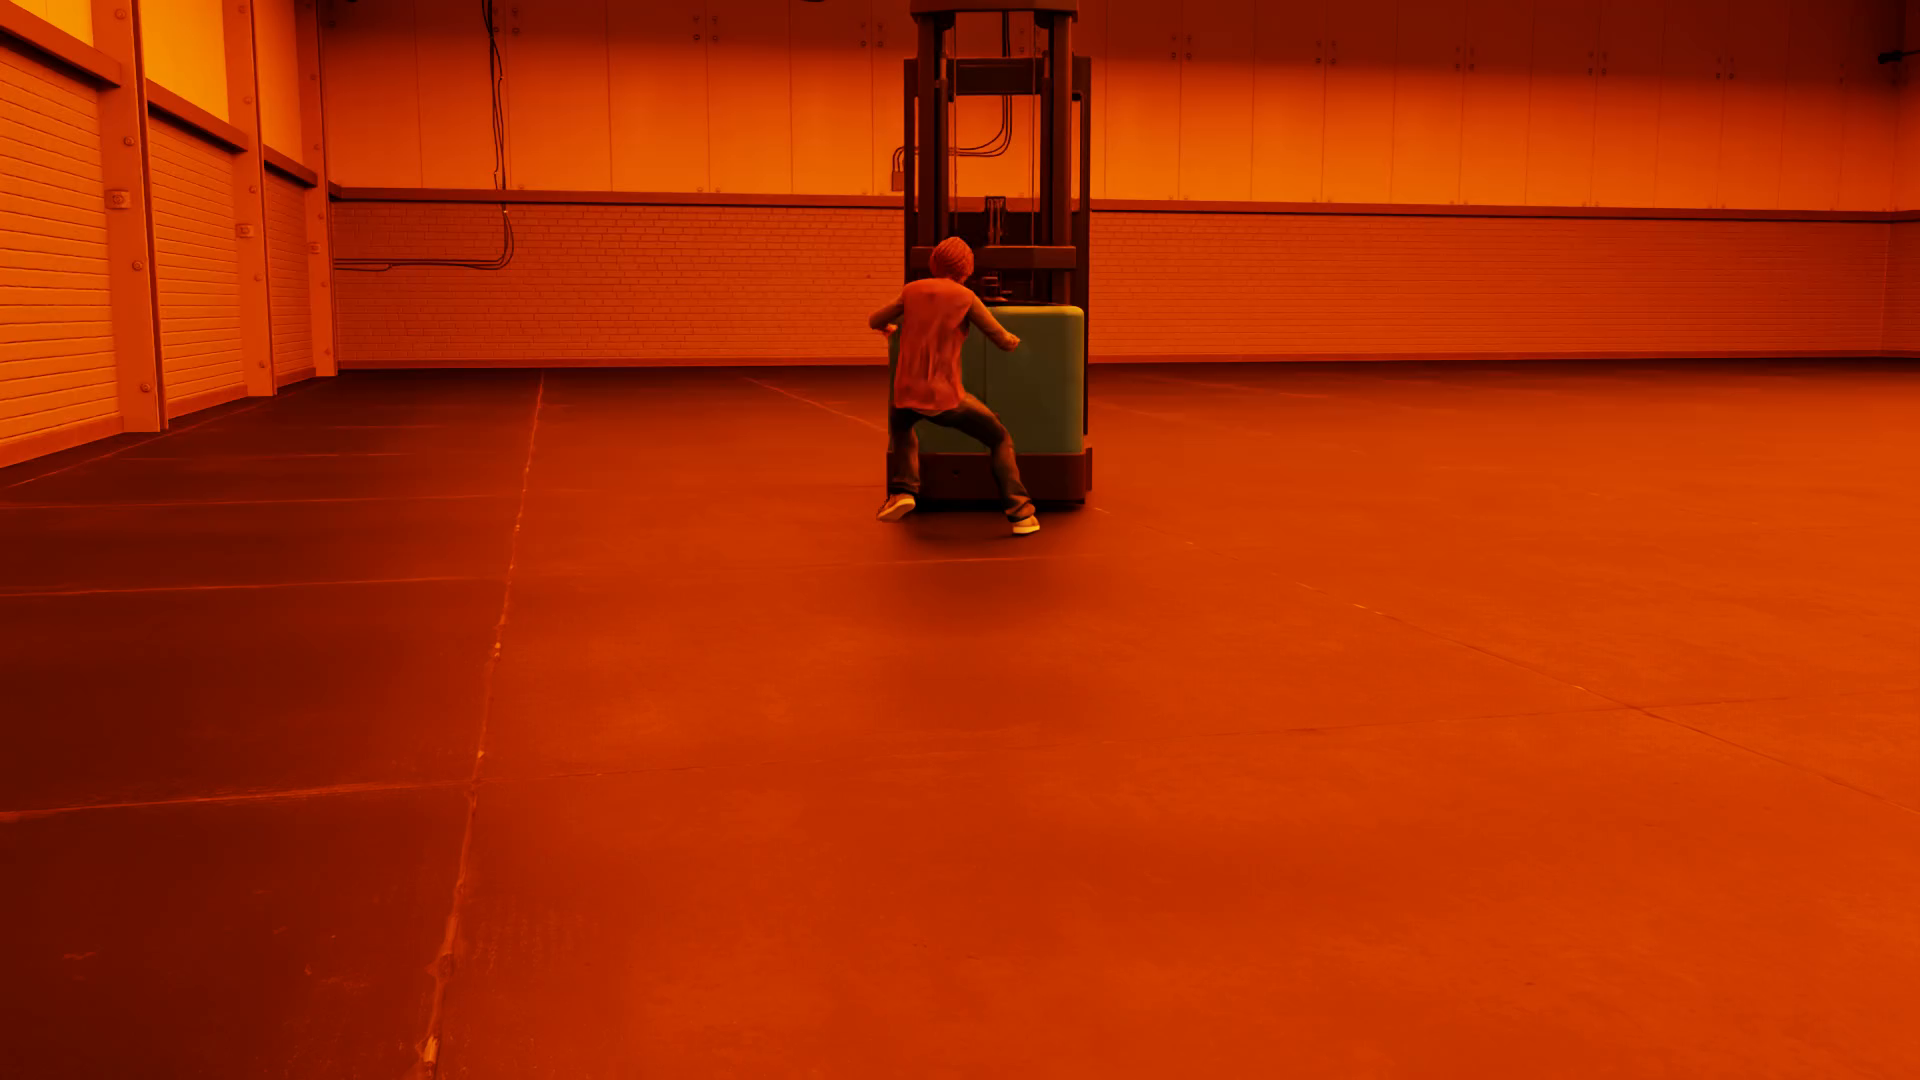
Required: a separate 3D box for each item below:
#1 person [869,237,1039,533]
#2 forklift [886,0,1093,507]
[{"bbox_3d":[-0.049,-0.733,7.971,0.877,1.374,0.674,4,9,25],"label":"person"},{"bbox_3d":[0.236,-1.801,9.998,1.130,2.935,3.031,1,8,4],"label":"forklift"}]
